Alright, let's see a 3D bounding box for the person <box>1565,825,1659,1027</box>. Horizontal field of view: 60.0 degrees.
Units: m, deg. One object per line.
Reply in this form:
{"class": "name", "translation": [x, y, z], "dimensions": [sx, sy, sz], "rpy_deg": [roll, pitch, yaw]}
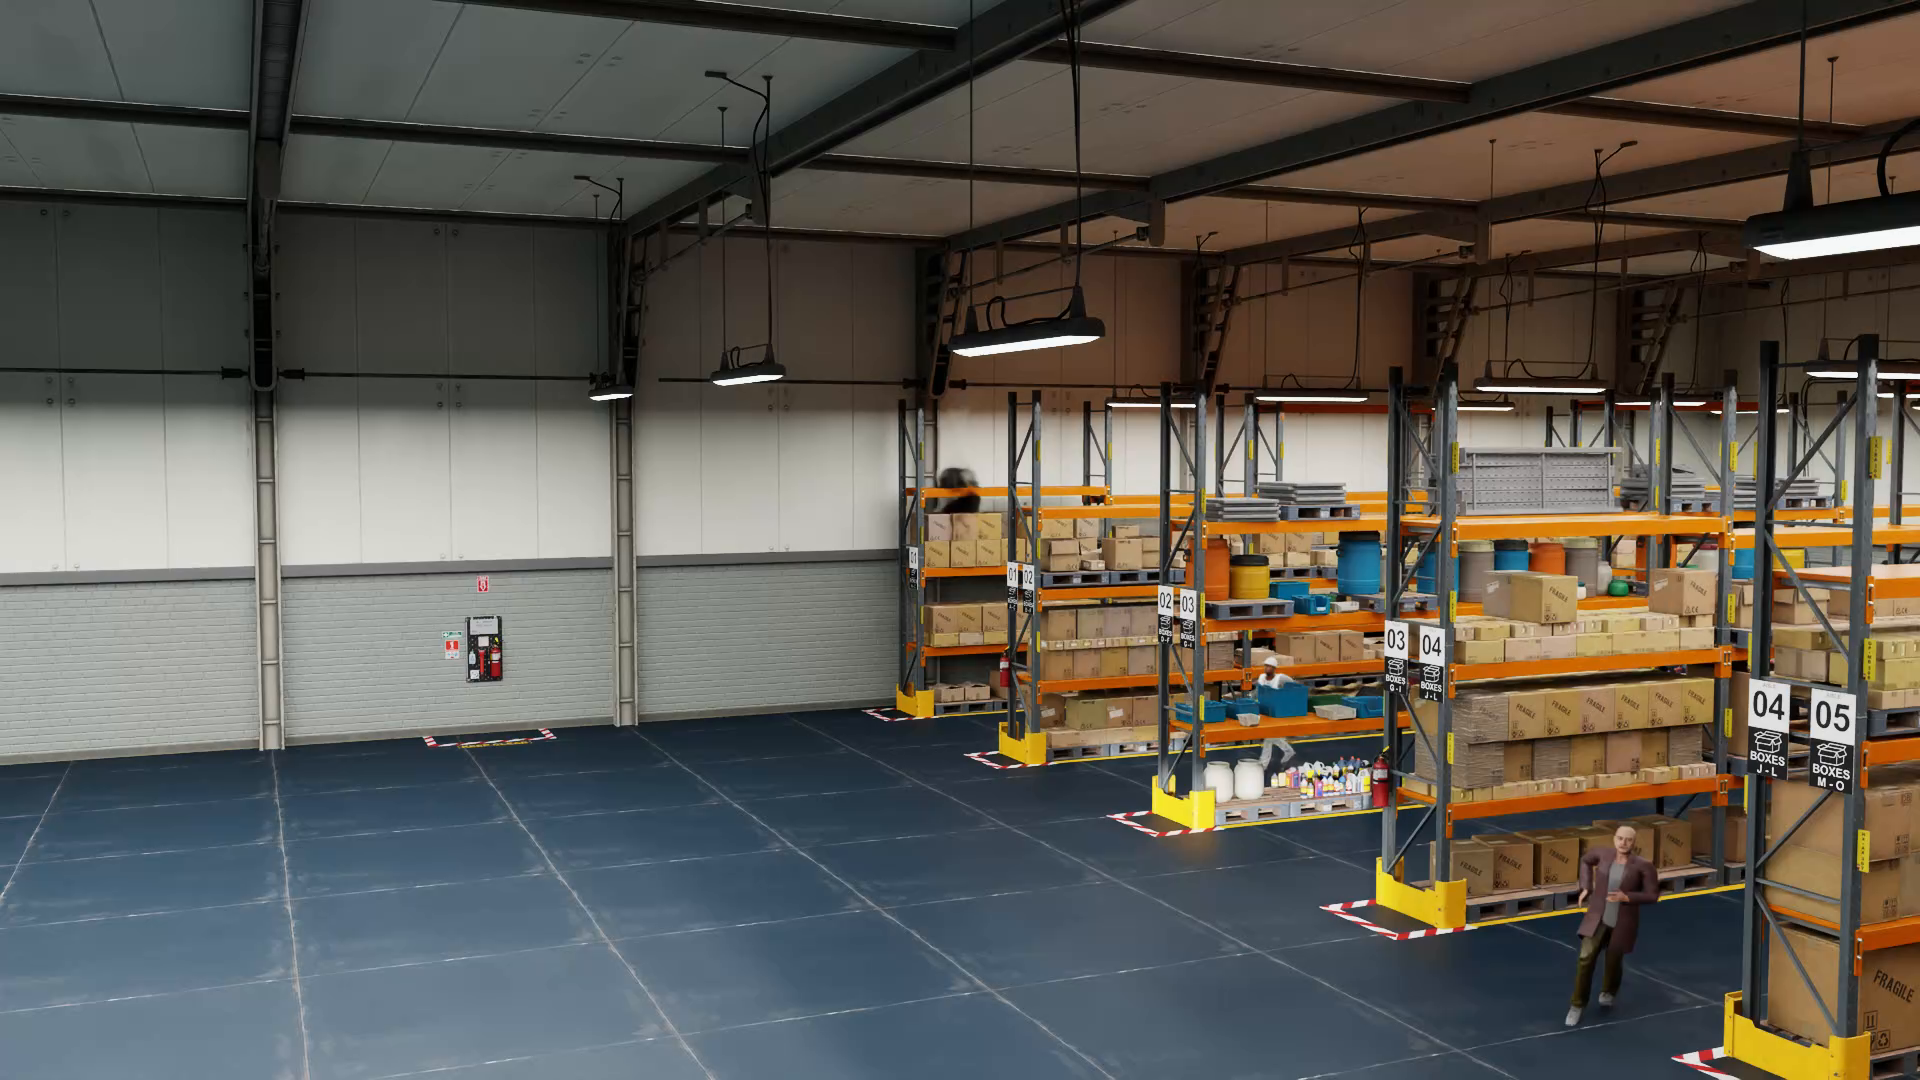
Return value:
{"class": "person", "translation": [5.870, 3.435, 14.866], "dimensions": [0.719, 1.826, 0.828], "rpy_deg": [2, 4, 30]}

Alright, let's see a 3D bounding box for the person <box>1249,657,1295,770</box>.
{"class": "person", "translation": [4.935, 2.758, 26.146], "dimensions": [0.914, 1.846, 0.712], "rpy_deg": [-2, 4, -36]}
